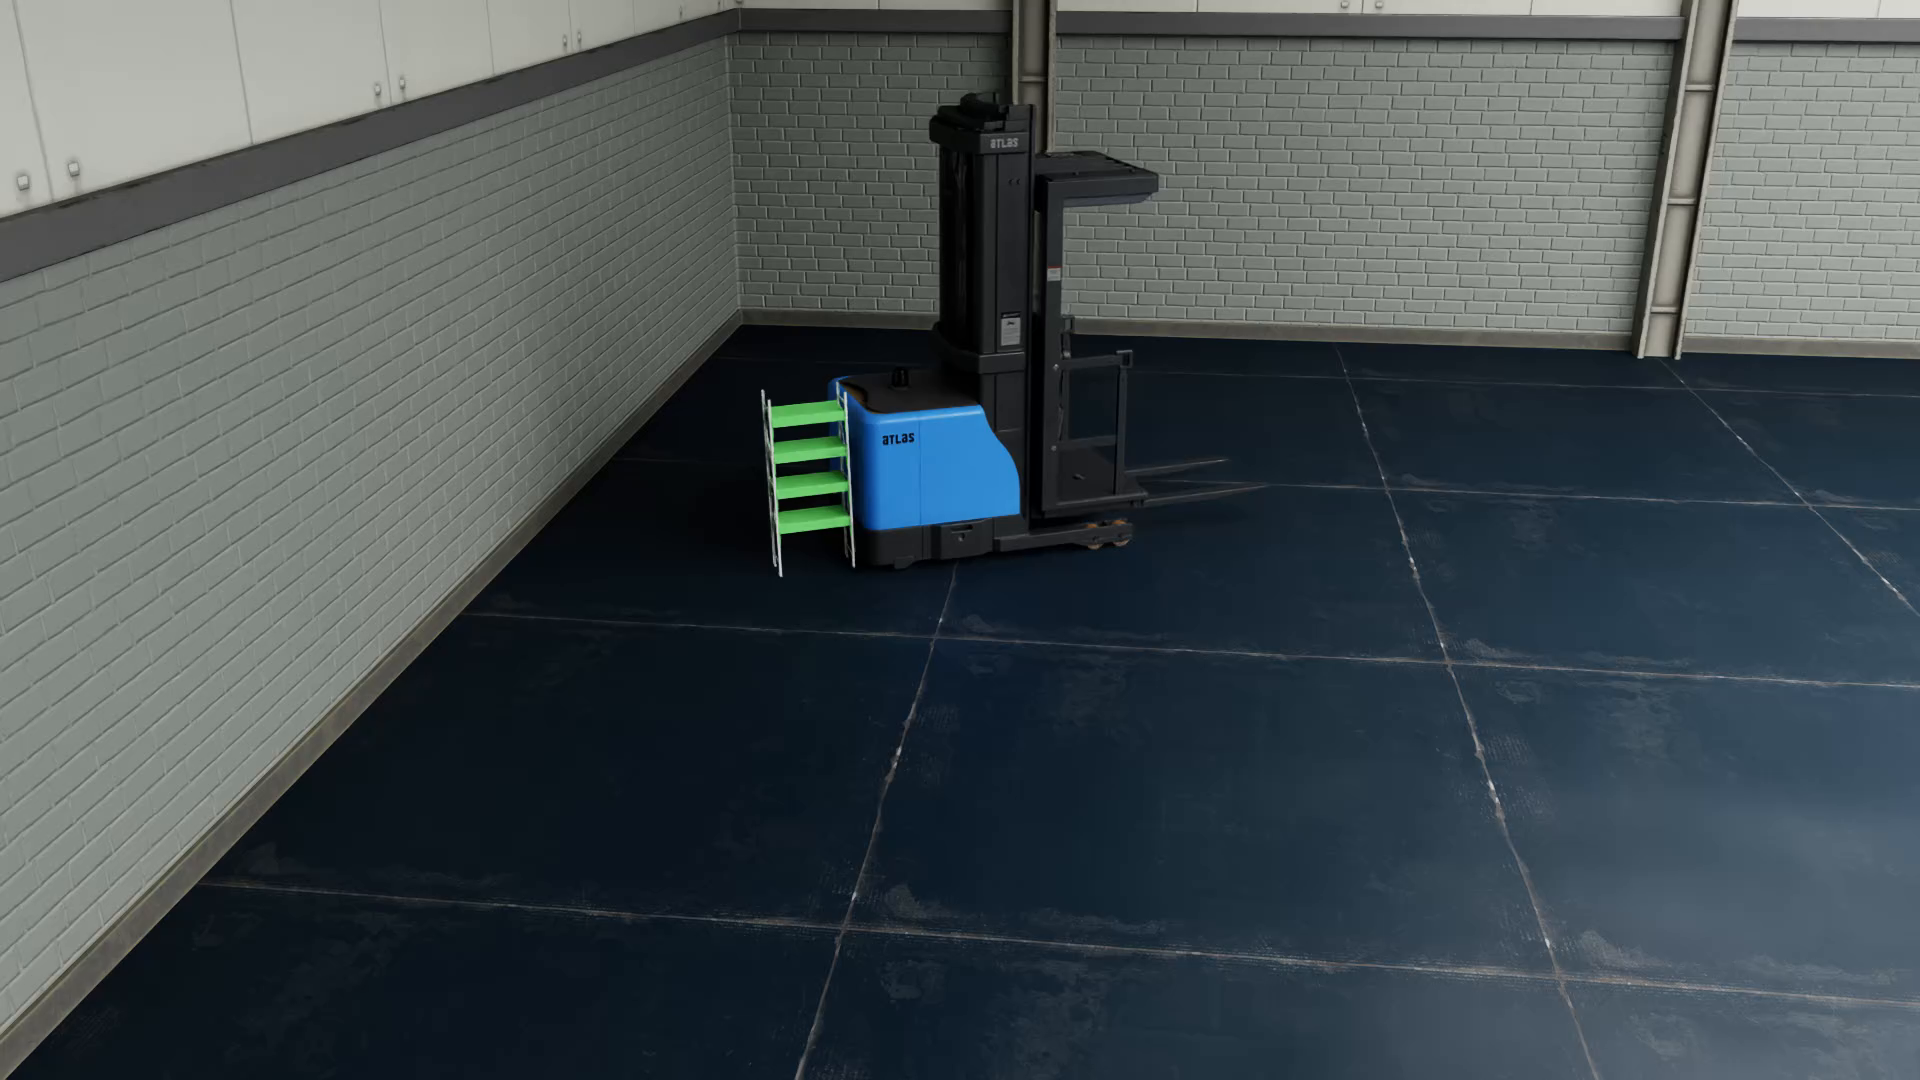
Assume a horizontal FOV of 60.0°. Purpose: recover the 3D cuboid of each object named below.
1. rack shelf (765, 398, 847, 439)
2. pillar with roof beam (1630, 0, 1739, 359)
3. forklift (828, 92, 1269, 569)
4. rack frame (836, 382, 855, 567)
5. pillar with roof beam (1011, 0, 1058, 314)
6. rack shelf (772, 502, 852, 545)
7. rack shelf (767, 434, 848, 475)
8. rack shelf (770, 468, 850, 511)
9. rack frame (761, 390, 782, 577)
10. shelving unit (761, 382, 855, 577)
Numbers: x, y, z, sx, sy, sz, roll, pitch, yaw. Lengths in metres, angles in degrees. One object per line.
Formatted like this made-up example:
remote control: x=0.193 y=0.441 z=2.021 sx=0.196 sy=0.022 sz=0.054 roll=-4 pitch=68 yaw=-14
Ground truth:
rack shelf: x=-0.989 y=-0.776 z=10.623 sx=0.480 sy=0.148 sz=0.258 roll=-7 pitch=23 yaw=-15
pillar with roof beam: x=6.149 y=-4.391 z=10.307 sx=0.400 sy=9.000 sz=9.100 roll=2 pitch=22 yaw=6
forklift: x=0.661 y=-1.480 z=11.196 sx=3.031 sy=2.935 sz=1.130 roll=-7 pitch=23 yaw=-17
rack frame: x=-0.745 y=-0.421 z=10.840 sx=0.015 sy=1.200 sz=0.240 roll=-7 pitch=23 yaw=-15
pillar with roof beam: x=0.191 y=-4.651 z=10.964 sx=0.400 sy=9.000 sz=9.100 roll=2 pitch=22 yaw=6
rack shelf: x=-0.973 y=-0.108 z=10.892 sx=0.480 sy=0.148 sz=0.258 roll=-7 pitch=23 yaw=-15
rack shelf: x=-0.983 y=-0.553 z=10.713 sx=0.480 sy=0.148 sz=0.258 roll=-7 pitch=23 yaw=-15
rack shelf: x=-0.978 y=-0.331 z=10.802 sx=0.480 sy=0.148 sz=0.258 roll=-7 pitch=23 yaw=-15
rack frame: x=-1.214 y=-0.360 z=10.717 sx=0.015 sy=1.200 sz=0.240 roll=-7 pitch=23 yaw=-15
shelving unit: x=-0.979 y=-0.390 z=10.778 sx=0.503 sy=1.200 sz=0.258 roll=-7 pitch=23 yaw=-15
